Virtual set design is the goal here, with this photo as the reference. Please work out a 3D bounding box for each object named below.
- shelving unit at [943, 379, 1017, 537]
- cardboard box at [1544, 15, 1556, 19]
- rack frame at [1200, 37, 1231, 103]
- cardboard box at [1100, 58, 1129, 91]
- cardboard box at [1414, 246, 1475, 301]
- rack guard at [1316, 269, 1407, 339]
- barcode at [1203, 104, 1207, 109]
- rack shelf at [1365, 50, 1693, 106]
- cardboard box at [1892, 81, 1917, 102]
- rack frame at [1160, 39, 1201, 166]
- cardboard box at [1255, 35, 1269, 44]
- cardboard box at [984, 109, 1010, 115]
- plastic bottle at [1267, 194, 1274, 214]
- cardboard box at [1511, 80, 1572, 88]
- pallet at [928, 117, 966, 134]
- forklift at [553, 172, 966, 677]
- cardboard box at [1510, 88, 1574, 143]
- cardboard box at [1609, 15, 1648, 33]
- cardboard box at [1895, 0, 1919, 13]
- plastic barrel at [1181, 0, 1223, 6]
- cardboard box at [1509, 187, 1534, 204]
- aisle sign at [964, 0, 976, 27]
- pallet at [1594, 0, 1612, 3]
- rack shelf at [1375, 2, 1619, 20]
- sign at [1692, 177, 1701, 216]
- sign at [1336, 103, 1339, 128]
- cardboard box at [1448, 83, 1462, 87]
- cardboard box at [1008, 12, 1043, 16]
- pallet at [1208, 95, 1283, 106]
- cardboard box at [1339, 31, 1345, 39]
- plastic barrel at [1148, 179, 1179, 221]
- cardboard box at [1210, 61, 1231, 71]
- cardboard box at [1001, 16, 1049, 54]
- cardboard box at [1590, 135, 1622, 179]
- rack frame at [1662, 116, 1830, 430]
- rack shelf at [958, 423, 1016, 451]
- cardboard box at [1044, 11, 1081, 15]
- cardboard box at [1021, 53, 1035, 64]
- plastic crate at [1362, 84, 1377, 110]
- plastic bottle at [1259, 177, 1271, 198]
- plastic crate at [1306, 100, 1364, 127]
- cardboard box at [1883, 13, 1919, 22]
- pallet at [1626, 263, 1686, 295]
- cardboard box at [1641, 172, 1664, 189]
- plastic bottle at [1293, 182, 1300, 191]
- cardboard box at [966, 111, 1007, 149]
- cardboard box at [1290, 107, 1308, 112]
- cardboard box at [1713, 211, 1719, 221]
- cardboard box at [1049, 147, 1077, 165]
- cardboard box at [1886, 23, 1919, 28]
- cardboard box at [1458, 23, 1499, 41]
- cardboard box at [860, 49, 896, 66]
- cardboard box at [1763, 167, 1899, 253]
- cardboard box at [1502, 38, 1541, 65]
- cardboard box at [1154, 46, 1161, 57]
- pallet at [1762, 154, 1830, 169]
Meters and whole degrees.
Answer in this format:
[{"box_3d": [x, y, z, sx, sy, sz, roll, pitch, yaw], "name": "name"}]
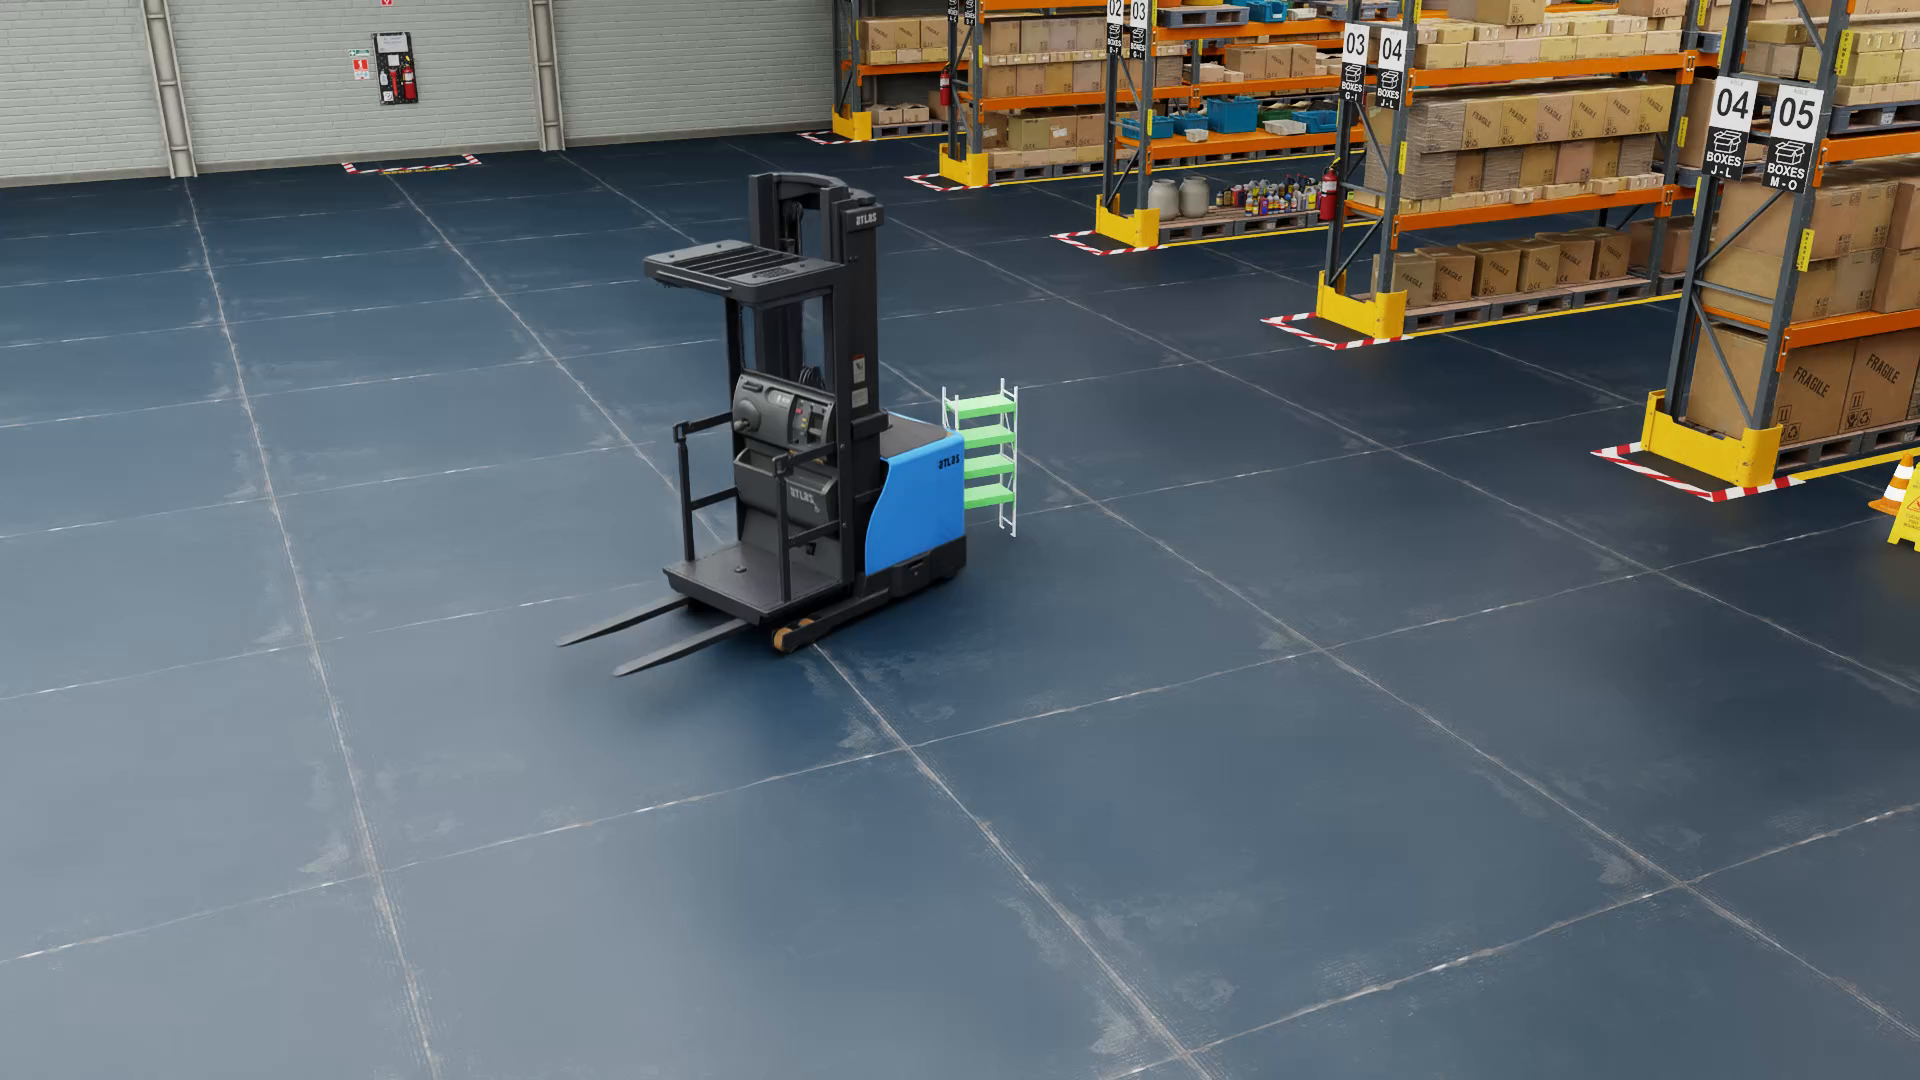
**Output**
[{"box_3d": [0.149, -0.582, 12.587, 0.503, 1.200, 0.258, -10, 25, -24], "name": "shelving unit"}, {"box_3d": [6.390, -5.756, 18.485, 0.250, 0.149, 0.380, -11, 25, -25], "name": "cardboard box"}, {"box_3d": [5.135, -10.216, 33.509, 0.127, 3.000, 1.000, -10, 25, -24], "name": "rack frame"}, {"box_3d": [2.359, -7.645, 27.166, 0.500, 0.500, 0.700, -10, 25, -23], "name": "cardboard box"}, {"box_3d": [5.465, -3.016, 18.833, 0.500, 0.500, 0.500, -4, 23, -10], "name": "cardboard box"}, {"box_3d": [4.439, -2.626, 18.440, 0.348, 0.500, 1.175, -10, 25, -24], "name": "rack guard"}, {"box_3d": [4.093, -7.237, 27.749, 0.075, 0.075, 0.001, -10, 25, -24], "name": "barcode"}, {"box_3d": [6.173, -5.153, 18.296, 4.000, 0.370, 1.077, -10, 25, -24], "name": "rack shelf"}, {"box_3d": [7.334, -3.582, 13.209, 0.250, 0.149, 0.380, -10, 25, -23], "name": "cardboard box"}, {"box_3d": [3.682, -7.846, 27.783, 0.127, 3.000, 1.000, -10, 25, -24], "name": "rack frame"}, {"box_3d": [6.039, -10.138, 33.622, 0.250, 0.149, 0.380, -10, 24, -22], "name": "cardboard box"}, {"box_3d": [0.612, -8.415, 31.850, 0.500, 0.500, 0.500, -12, 26, -28], "name": "cardboard box"}, {"box_3d": [4.300, -4.668, 23.097, 0.097, 0.271, 0.097, 0, 22, 0], "name": "plastic bottle"}, {"box_3d": [6.559, -4.924, 18.897, 0.500, 0.500, 0.500, -10, 25, -24], "name": "cardboard box"}, {"box_3d": [-0.160, -7.937, 31.648, 1.213, 0.211, 1.003, -10, 25, -24], "name": "pallet"}, {"box_3d": [-1.320, -0.829, 10.919, 1.130, 2.935, 3.031, 19, 29, 39], "name": "forklift"}, {"box_3d": [6.336, -4.660, 18.259, 0.500, 0.500, 0.500, -10, 25, -24], "name": "cardboard box"}, {"box_3d": [7.339, -5.695, 18.338, 0.250, 0.149, 0.380, -12, 25, -26], "name": "cardboard box"}, {"box_3d": [11.258, -6.593, 20.049, 0.500, 0.500, 0.500, -10, 24, -22], "name": "cardboard box"}, {"box_3d": [3.195, -7.375, 21.927, 0.600, 0.588, 0.600, 0, 22, 0], "name": "plastic barrel"}, {"box_3d": [6.125, -3.833, 18.415, 0.250, 0.149, 0.380, -10, 25, -24], "name": "cardboard box"}, {"box_3d": [0.152, -8.267, 25.402, 0.004, 0.787, 0.394, -10, 25, -24], "name": "aisle sign"}, {"box_3d": [10.163, -8.194, 24.948, 1.213, 0.211, 1.003, -10, 25, -24], "name": "pallet"}, {"box_3d": [7.629, -7.524, 24.023, 4.000, 0.370, 1.077, -10, 25, -24], "name": "rack shelf"}, {"box_3d": [6.208, -2.876, 13.952, 0.005, 0.325, 0.100, -10, 25, -24], "name": "sign"}, {"box_3d": [4.148, -4.644, 18.119, 0.005, 0.325, 0.100, -10, 25, -24], "name": "sign"}, {"box_3d": [8.996, -8.322, 30.646, 0.500, 0.250, 0.500, -11, 25, -25], "name": "cardboard box"}, {"box_3d": [1.238, -9.654, 31.340, 0.500, 0.500, 0.500, -10, 25, -24], "name": "cardboard box"}, {"box_3d": [5.878, -9.033, 34.295, 1.213, 0.211, 1.003, -10, 25, -24], "name": "pallet"}, {"box_3d": [7.874, -10.478, 34.443, 0.250, 0.149, 0.380, -10, 25, -24], "name": "cardboard box"}, {"box_3d": [2.783, -4.655, 22.778, 0.421, 0.512, 0.421, 0, 22, 0], "name": "plastic barrel"}, {"box_3d": [4.395, -7.993, 28.314, 0.258, 0.266, 0.396, -11, 25, -25], "name": "cardboard box"}, {"box_3d": [1.023, -7.999, 26.326, 0.500, 0.500, 0.700, -11, 25, -25], "name": "cardboard box"}, {"box_3d": [7.077, -4.491, 19.158, 0.500, 0.500, 0.875, -10, 25, -24], "name": "cardboard box"}, {"box_3d": [6.431, -2.042, 13.761, 0.127, 3.000, 1.000, -10, 25, -24], "name": "rack frame"}, {"box_3d": [0.149, -0.745, 12.519, 0.480, 0.148, 0.258, -10, 25, -24], "name": "rack shelf"}, {"box_3d": [2.004, -9.875, 31.978, 0.500, 0.500, 0.700, -10, 25, -23], "name": "cardboard box"}, {"box_3d": [0.987, -7.605, 26.222, 0.250, 0.149, 0.380, -10, 25, -23], "name": "cardboard box"}, {"box_3d": [6.131, -6.354, 24.094, 0.583, 0.464, 0.402, -10, 25, -24], "name": "plastic crate"}, {"box_3d": [4.367, -5.025, 23.856, 0.185, 0.351, 0.144, -11, 25, -24], "name": "plastic bottle"}, {"box_3d": [5.300, -6.067, 23.566, 0.504, 0.338, 0.767, -10, 25, -24], "name": "plastic crate"}, {"box_3d": [7.962, -4.346, 14.012, 0.250, 0.149, 0.380, -10, 25, -23], "name": "cardboard box"}, {"box_3d": [8.676, -3.273, 20.381, 1.213, 0.211, 1.003, -10, 25, -24], "name": "pallet"}, {"box_3d": [7.909, -4.179, 19.251, 0.250, 0.149, 0.380, -10, 25, -24], "name": "cardboard box"}, {"box_3d": [4.841, -5.025, 23.959, 0.097, 0.271, 0.097, 0, 22, 0], "name": "plastic bottle"}, {"box_3d": [0.432, -6.644, 26.945, 0.500, 0.500, 0.500, -10, 25, -24], "name": "cardboard box"}, {"box_3d": [6.000, -7.349, 28.896, 0.500, 0.311, 0.500, -11, 25, -24], "name": "cardboard box"}, {"box_3d": [9.480, -3.740, 20.556, 0.500, 0.500, 0.700, -13, 26, -28], "name": "cardboard box"}, {"box_3d": [1.557, -6.286, 27.059, 0.500, 0.250, 0.500, -10, 25, -24], "name": "cardboard box"}, {"box_3d": [7.555, -3.992, 13.155, 0.250, 0.149, 0.380, -10, 25, -23], "name": "cardboard box"}, {"box_3d": [5.445, -5.350, 17.505, 0.250, 0.149, 0.380, -9, 24, -21], "name": "cardboard box"}, {"box_3d": [-1.497, -8.801, 30.259, 0.500, 0.250, 0.500, -11, 25, -25], "name": "cardboard box"}, {"box_3d": [7.238, -2.781, 13.940, 0.550, 0.550, 0.875, -10, 25, -24], "name": "cardboard box"}, {"box_3d": [5.827, -5.244, 17.771, 0.500, 0.250, 0.500, -11, 25, -24], "name": "cardboard box"}, {"box_3d": [3.071, -7.989, 27.148, 0.250, 0.149, 0.380, -11, 25, -25], "name": "cardboard box"}, {"box_3d": [9.813, -4.664, 20.346, 1.213, 0.211, 1.003, -10, 25, -24], "name": "pallet"}]
